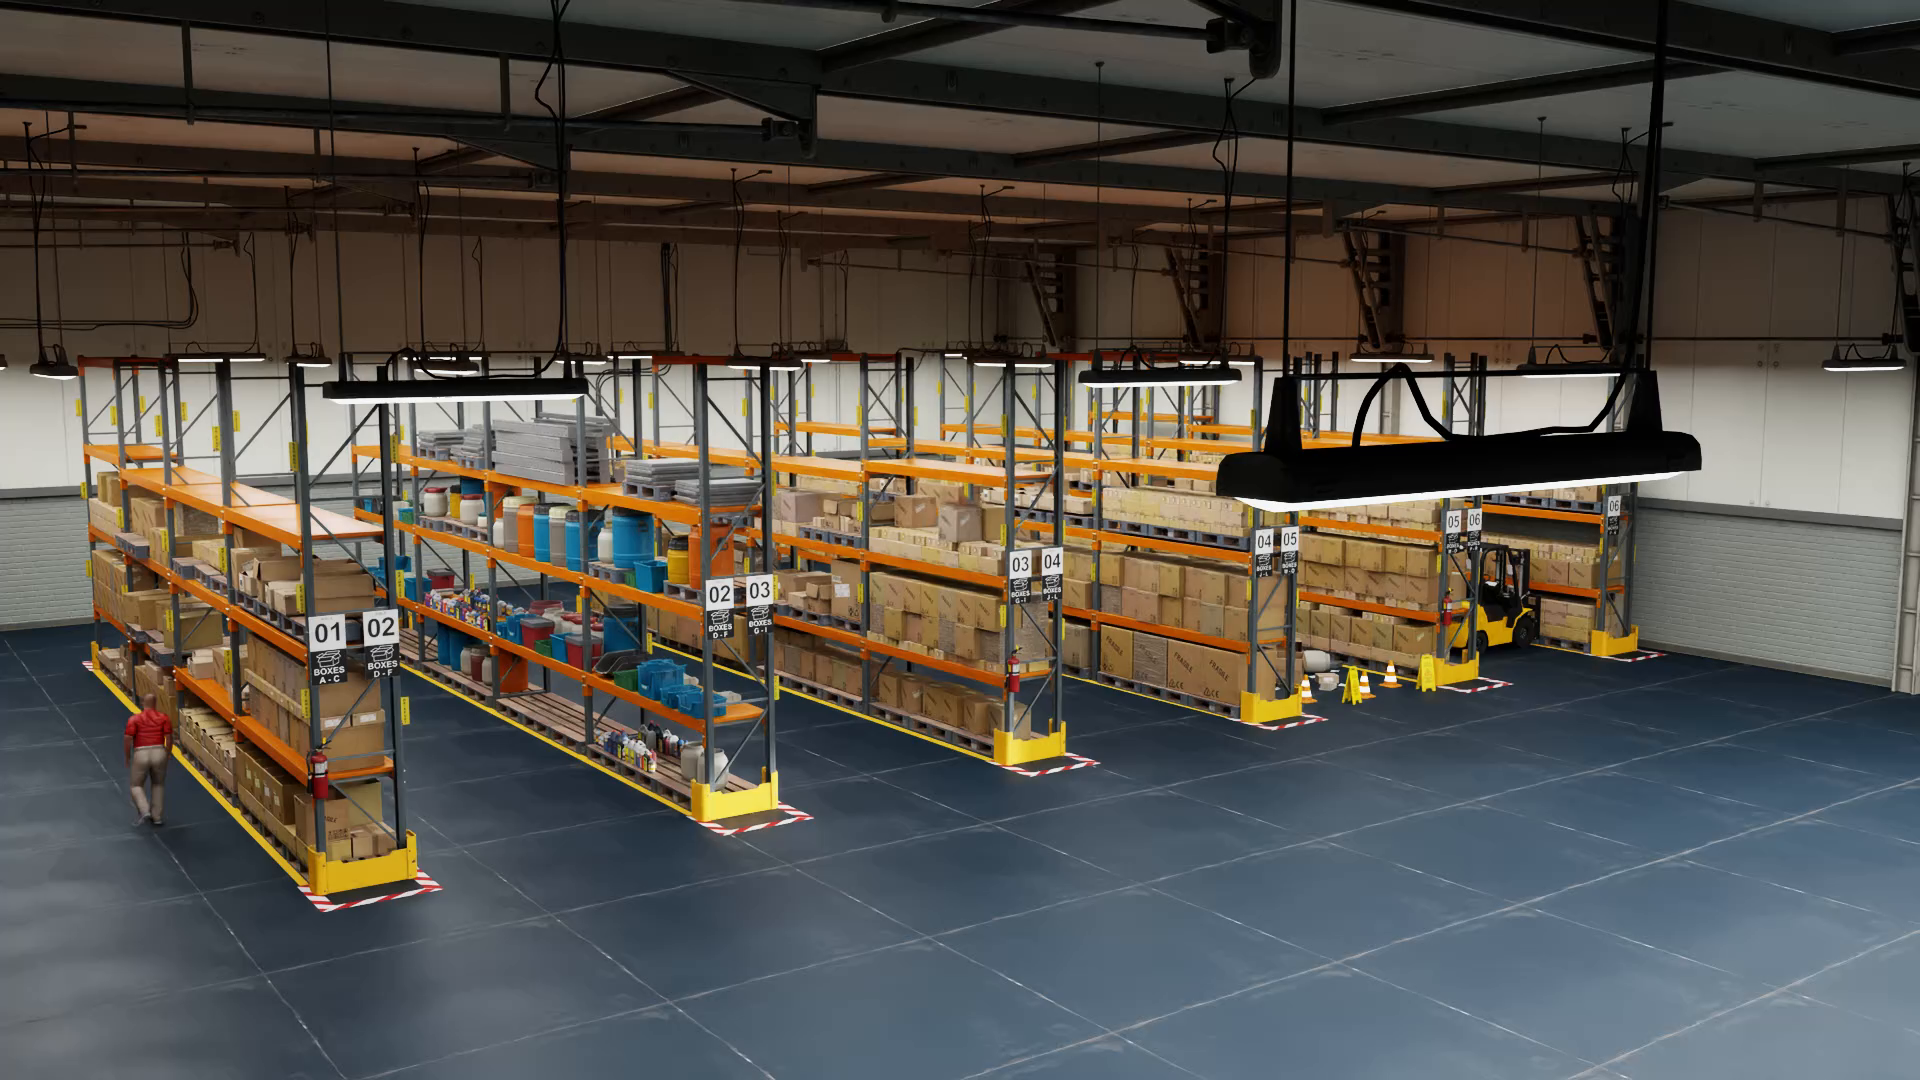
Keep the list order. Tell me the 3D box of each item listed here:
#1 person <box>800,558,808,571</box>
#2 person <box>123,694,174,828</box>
[{"bbox_3d":[-3.986,0.421,42.051,0.829,1.642,0.495,-2,7,-17],"label":"person"},{"bbox_3d":[-10.527,2.876,21.634,0.594,1.699,0.643,-4,8,-32],"label":"person"}]
